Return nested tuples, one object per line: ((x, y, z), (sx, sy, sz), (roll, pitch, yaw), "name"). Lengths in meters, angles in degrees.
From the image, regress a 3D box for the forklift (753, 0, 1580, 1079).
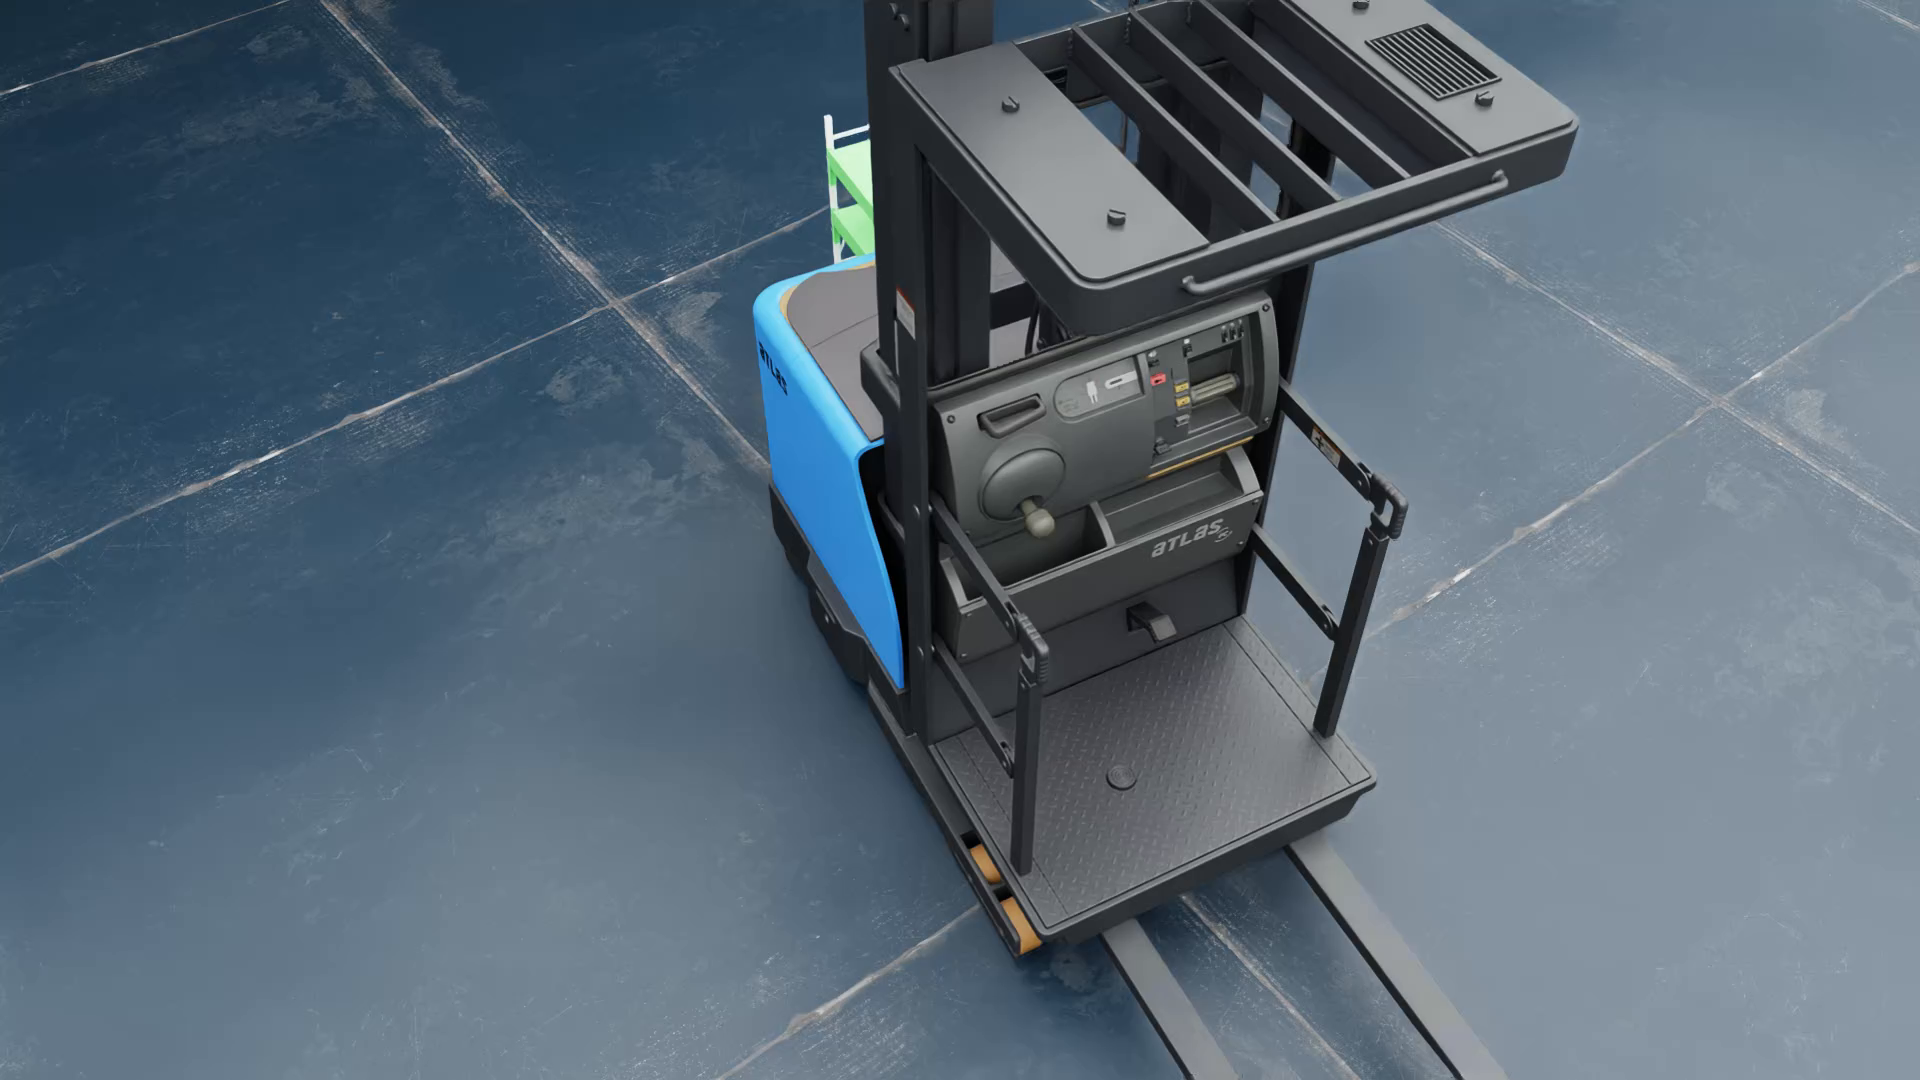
((0.481, -0.206, 3.958), (1.130, 2.935, 3.031), (-21, 51, -18), "forklift")

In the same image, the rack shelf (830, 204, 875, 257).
((-0.218, -0.959, 5.571), (0.258, 0.148, 0.480), (-21, 51, -18), "rack shelf")

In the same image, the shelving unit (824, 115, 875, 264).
((-0.218, -0.840, 5.702), (0.258, 1.200, 0.503), (-21, 51, -18), "shelving unit")

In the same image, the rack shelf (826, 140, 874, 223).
((-0.218, -1.120, 5.394), (0.258, 0.148, 0.480), (-21, 51, -18), "rack shelf")

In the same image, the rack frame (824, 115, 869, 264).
((-0.329, -1.001, 5.848), (0.240, 1.200, 0.015), (-21, 51, -18), "rack frame")
